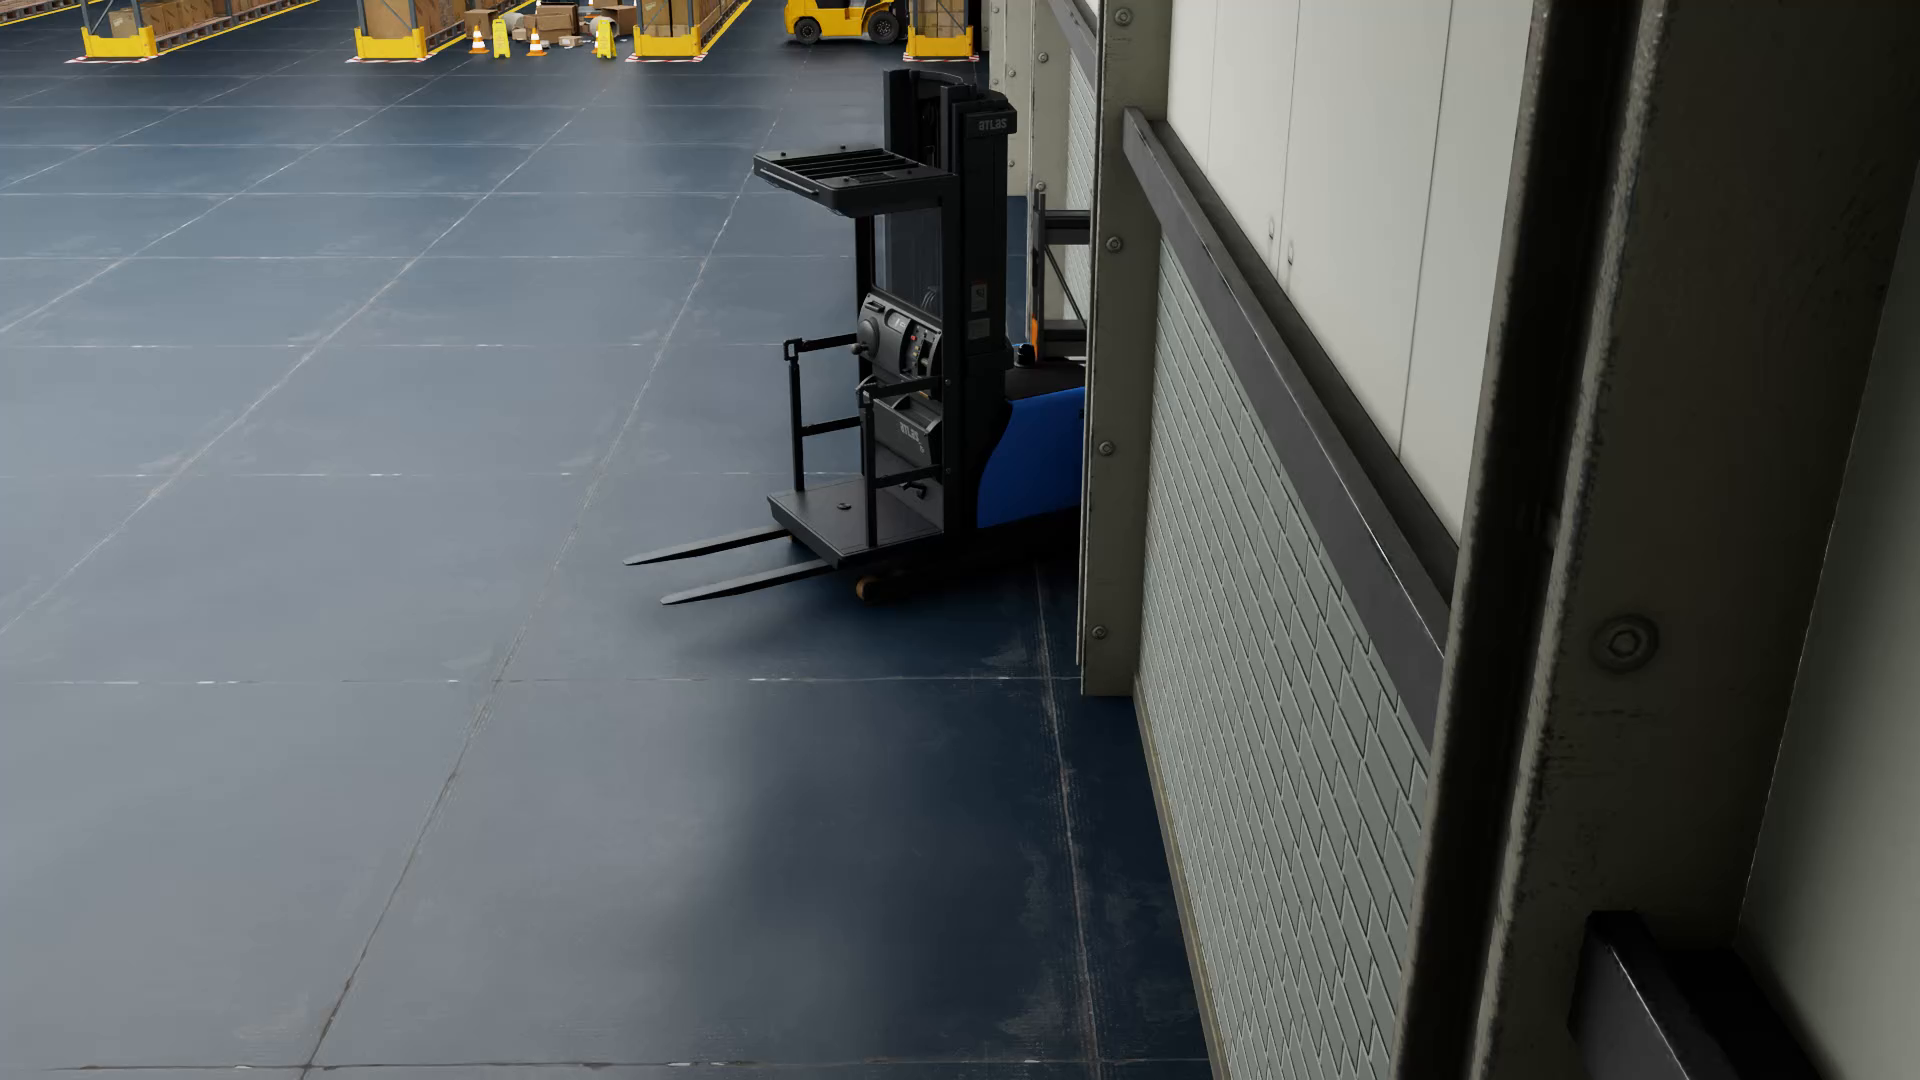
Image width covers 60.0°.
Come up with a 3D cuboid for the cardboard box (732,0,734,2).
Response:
[{"bbox_3d":[-5.389,-11.944,36.198,0.950,0.372,0.625,-1,24,-2],"label":"cardboard box"}]

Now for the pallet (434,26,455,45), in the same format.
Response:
[{"bbox_3d":[-10.360,-9.686,31.911,1.003,0.211,1.213,0,24,-1],"label":"pallet"}]

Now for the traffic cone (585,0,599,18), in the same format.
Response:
[{"bbox_3d":[-7.774,-11.302,35.178,0.336,0.463,0.334,0,24,-1],"label":"traffic cone"}]

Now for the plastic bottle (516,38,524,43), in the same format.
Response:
[{"bbox_3d":[-8.421,-9.552,31.795,0.133,0.061,0.283,-9,26,-19],"label":"plastic bottle"}]

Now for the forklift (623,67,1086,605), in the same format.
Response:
[{"bbox_3d":[-0.543,-1.204,9.855,3.031,2.935,1.130,-14,28,-28],"label":"forklift"}]

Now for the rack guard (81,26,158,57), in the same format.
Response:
[{"bbox_3d":[-15.224,-9.038,30.127,1.175,0.500,0.348,0,24,-1],"label":"rack guard"}]

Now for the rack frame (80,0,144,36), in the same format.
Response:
[{"bbox_3d":[-15.224,-10.146,29.542,1.000,3.000,0.127,0,24,-1],"label":"rack frame"}]

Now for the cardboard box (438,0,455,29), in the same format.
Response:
[{"bbox_3d":[-10.356,-10.367,32.100,0.875,0.875,0.875,0,24,0],"label":"cardboard box"}]

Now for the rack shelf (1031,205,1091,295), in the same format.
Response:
[{"bbox_3d":[0.684,-1.848,10.574,0.431,0.518,0.480,-1,15,-2],"label":"rack shelf"}]

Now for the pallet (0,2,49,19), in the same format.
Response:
[{"bbox_3d":[-20.283,-11.328,35.542,1.003,0.211,1.213,0,24,-1],"label":"pallet"}]

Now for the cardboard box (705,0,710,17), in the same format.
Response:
[{"bbox_3d":[-5.055,-10.236,31.659,0.500,0.500,0.500,0,24,0],"label":"cardboard box"}]

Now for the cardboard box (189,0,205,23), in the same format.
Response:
[{"bbox_3d":[-15.289,-10.445,32.729,0.500,0.500,0.500,8,25,16],"label":"cardboard box"}]

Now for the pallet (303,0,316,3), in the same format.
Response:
[{"bbox_3d":[-15.244,-12.497,38.125,1.003,0.211,1.213,0,24,-1],"label":"pallet"}]

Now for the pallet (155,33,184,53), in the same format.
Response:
[{"bbox_3d":[-15.198,-9.241,30.927,1.003,0.211,1.213,0,24,-1],"label":"pallet"}]

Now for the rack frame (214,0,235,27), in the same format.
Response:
[{"bbox_3d":[-15.267,-11.794,33.187,1.000,3.000,0.127,0,24,-1],"label":"rack frame"}]

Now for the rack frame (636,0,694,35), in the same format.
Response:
[{"bbox_3d":[-5.314,-10.190,29.641,1.000,3.000,0.127,0,24,-1],"label":"rack frame"}]

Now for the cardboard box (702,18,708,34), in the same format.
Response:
[{"bbox_3d":[-5.044,-9.673,31.324,0.500,0.250,0.500,1,24,1],"label":"cardboard box"}]

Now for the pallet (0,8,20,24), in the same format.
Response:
[{"bbox_3d":[-20.267,-10.825,34.427,1.003,0.211,1.213,0,24,-1],"label":"pallet"}]

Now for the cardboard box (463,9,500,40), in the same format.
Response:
[{"bbox_3d":[-9.263,-10.002,32.254,0.500,0.500,0.500,4,25,9],"label":"cardboard box"}]

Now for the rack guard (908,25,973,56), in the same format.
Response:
[{"bbox_3d":[-0.350,-9.065,30.187,1.175,0.500,0.348,0,24,-1],"label":"rack guard"}]

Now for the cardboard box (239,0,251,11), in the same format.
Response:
[{"bbox_3d":[-15.239,-11.305,34.606,0.700,0.500,0.500,0,24,-1],"label":"cardboard box"}]

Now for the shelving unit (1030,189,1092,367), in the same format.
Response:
[{"bbox_3d":[0.684,-1.186,10.755,0.431,2.100,0.503,-1,15,-2],"label":"shelving unit"}]

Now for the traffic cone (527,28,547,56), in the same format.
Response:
[{"bbox_3d":[-7.715,-9.061,30.222,0.336,0.463,0.334,0,24,-1],"label":"traffic cone"}]

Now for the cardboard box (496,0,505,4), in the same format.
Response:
[{"bbox_3d":[-10.420,-11.978,35.813,1.050,0.750,0.750,0,24,0],"label":"cardboard box"}]

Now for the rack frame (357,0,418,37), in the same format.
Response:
[{"bbox_3d":[-10.263,-10.126,29.500,1.000,3.000,0.127,0,24,-1],"label":"rack frame"}]

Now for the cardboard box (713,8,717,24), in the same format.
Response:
[{"bbox_3d":[-5.067,-10.315,32.744,0.500,0.250,0.500,-1,24,-2],"label":"cardboard box"}]

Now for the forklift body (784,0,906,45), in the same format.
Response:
[{"bbox_3d":[-2.196,-10.600,31.578,2.313,2.155,1.214,0,24,-1],"label":"forklift body"}]

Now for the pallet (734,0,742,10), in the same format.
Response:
[{"bbox_3d":[-5.394,-11.894,36.792,1.003,0.211,1.213,0,24,-1],"label":"pallet"}]

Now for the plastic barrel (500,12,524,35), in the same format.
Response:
[{"bbox_3d":[-8.760,-10.140,32.657,0.512,0.421,0.421,19,30,35],"label":"plastic barrel"}]

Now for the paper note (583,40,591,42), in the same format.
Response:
[{"bbox_3d":[-7.174,-9.563,31.872,0.148,0.019,0.142,8,26,18],"label":"paper note"}]

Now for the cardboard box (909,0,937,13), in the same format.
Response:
[{"bbox_3d":[-0.668,-9.796,30.384,0.500,0.250,0.500,1,24,1],"label":"cardboard box"}]

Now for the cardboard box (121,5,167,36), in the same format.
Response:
[{"bbox_3d":[-15.254,-9.702,31.084,0.500,0.500,0.500,6,25,13],"label":"cardboard box"}]

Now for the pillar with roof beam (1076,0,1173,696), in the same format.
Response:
[{"bbox_3d":[-3.500,-3.330,7.192,9.100,9.000,0.400,0,24,-1],"label":"pillar with roof beam"}]

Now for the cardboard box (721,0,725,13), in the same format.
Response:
[{"bbox_3d":[-5.366,-11.049,34.218,0.950,0.372,0.625,0,24,0],"label":"cardboard box"}]

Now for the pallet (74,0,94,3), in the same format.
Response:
[{"bbox_3d":[-20.314,-12.474,38.074,1.003,0.211,1.213,0,24,-1],"label":"pallet"}]

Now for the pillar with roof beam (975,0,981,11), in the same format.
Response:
[{"bbox_3d":[-3.827,-15.691,34.524,9.100,9.000,0.400,0,24,-1],"label":"pillar with roof beam"}]

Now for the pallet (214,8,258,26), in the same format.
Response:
[{"bbox_3d":[-15.277,-10.844,34.471,1.003,0.211,1.213,0,24,-1],"label":"pallet"}]

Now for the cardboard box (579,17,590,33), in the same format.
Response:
[{"bbox_3d":[-7.495,-10.247,33.085,0.258,0.266,0.396,-19,31,-36],"label":"cardboard box"}]

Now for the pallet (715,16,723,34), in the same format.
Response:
[{"bbox_3d":[-5.315,-10.291,33.248,1.003,0.211,1.213,0,24,-1],"label":"pallet"}]

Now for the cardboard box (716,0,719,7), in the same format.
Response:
[{"bbox_3d":[-5.083,-10.876,33.074,0.500,0.500,0.500,-1,24,-1],"label":"cardboard box"}]

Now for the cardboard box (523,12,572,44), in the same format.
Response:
[{"bbox_3d":[-7.865,-9.765,31.731,0.797,0.503,0.637,-19,31,-36],"label":"cardboard box"}]
